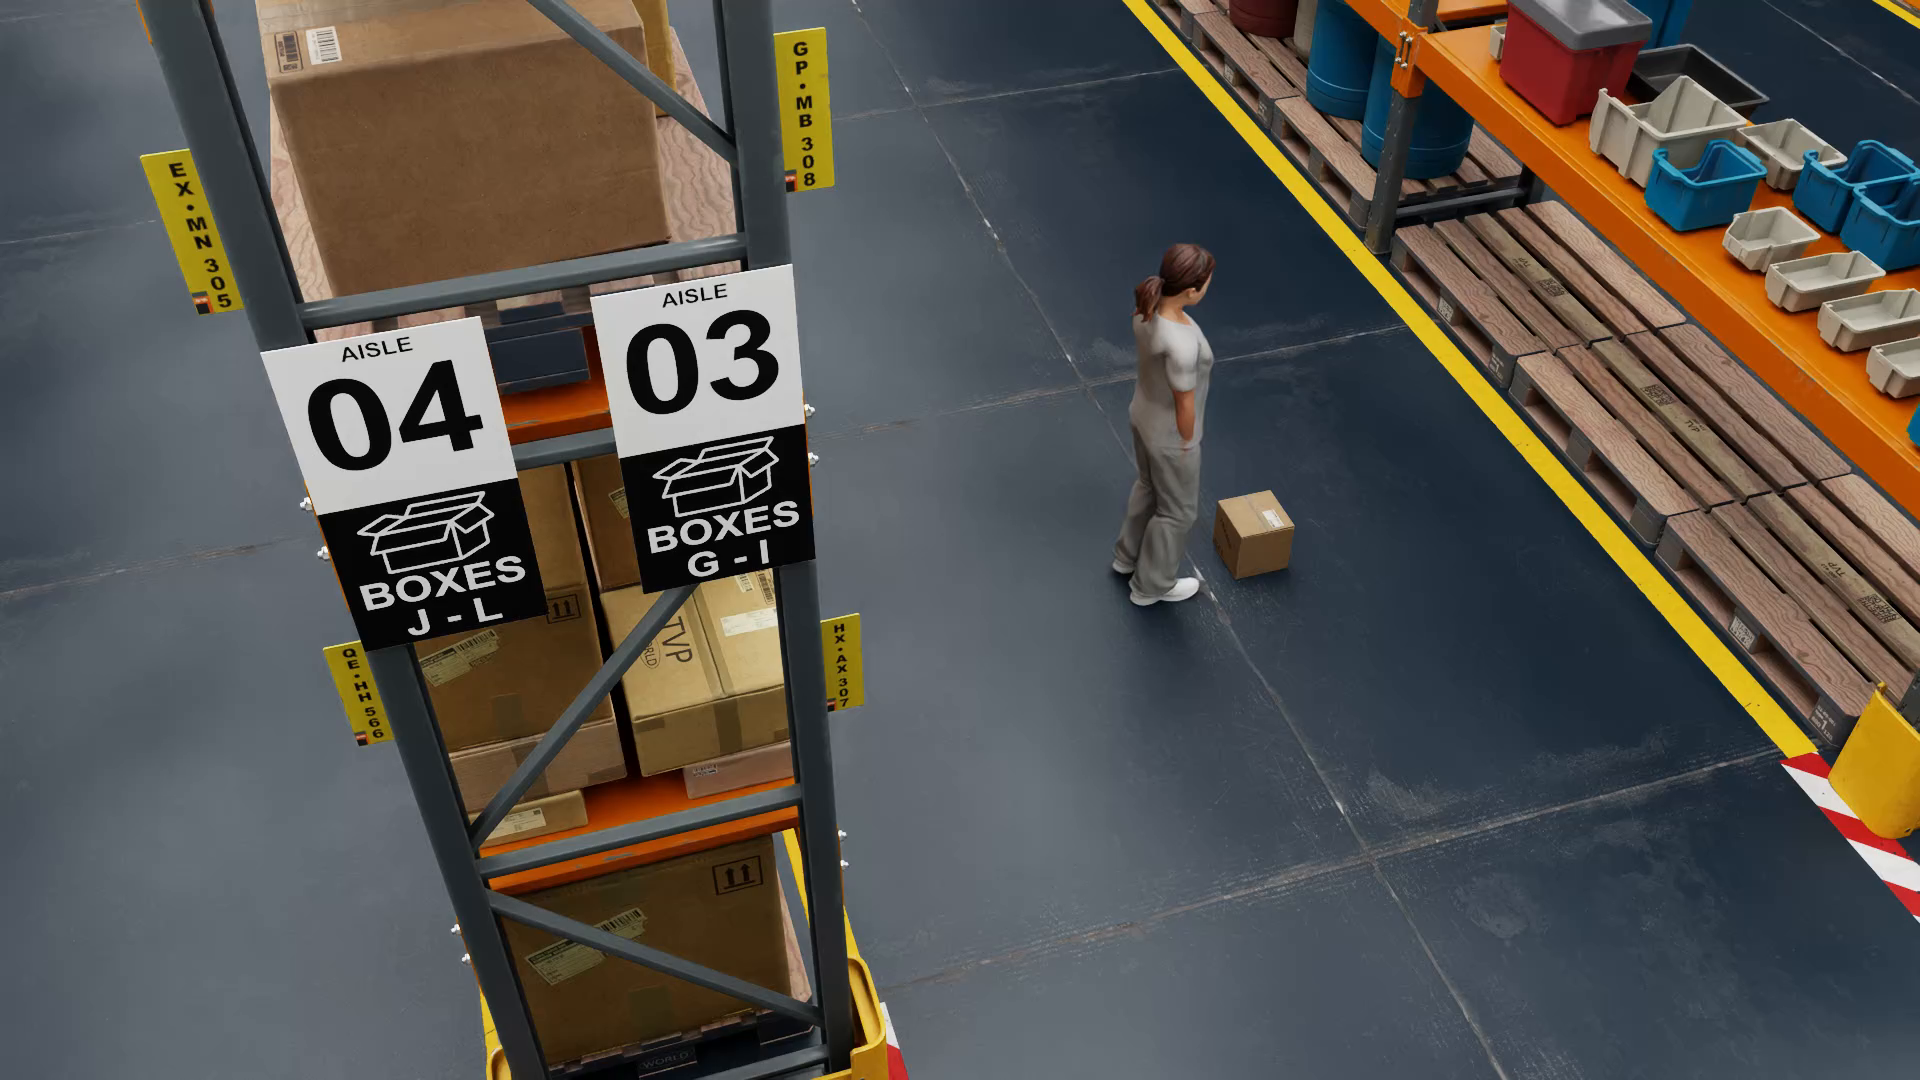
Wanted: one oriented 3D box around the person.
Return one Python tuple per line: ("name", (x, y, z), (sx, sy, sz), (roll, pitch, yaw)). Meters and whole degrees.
("person", (0.897, -0.315, 6.850), (0.720, 1.216, 0.495), (-12, 44, -13))
